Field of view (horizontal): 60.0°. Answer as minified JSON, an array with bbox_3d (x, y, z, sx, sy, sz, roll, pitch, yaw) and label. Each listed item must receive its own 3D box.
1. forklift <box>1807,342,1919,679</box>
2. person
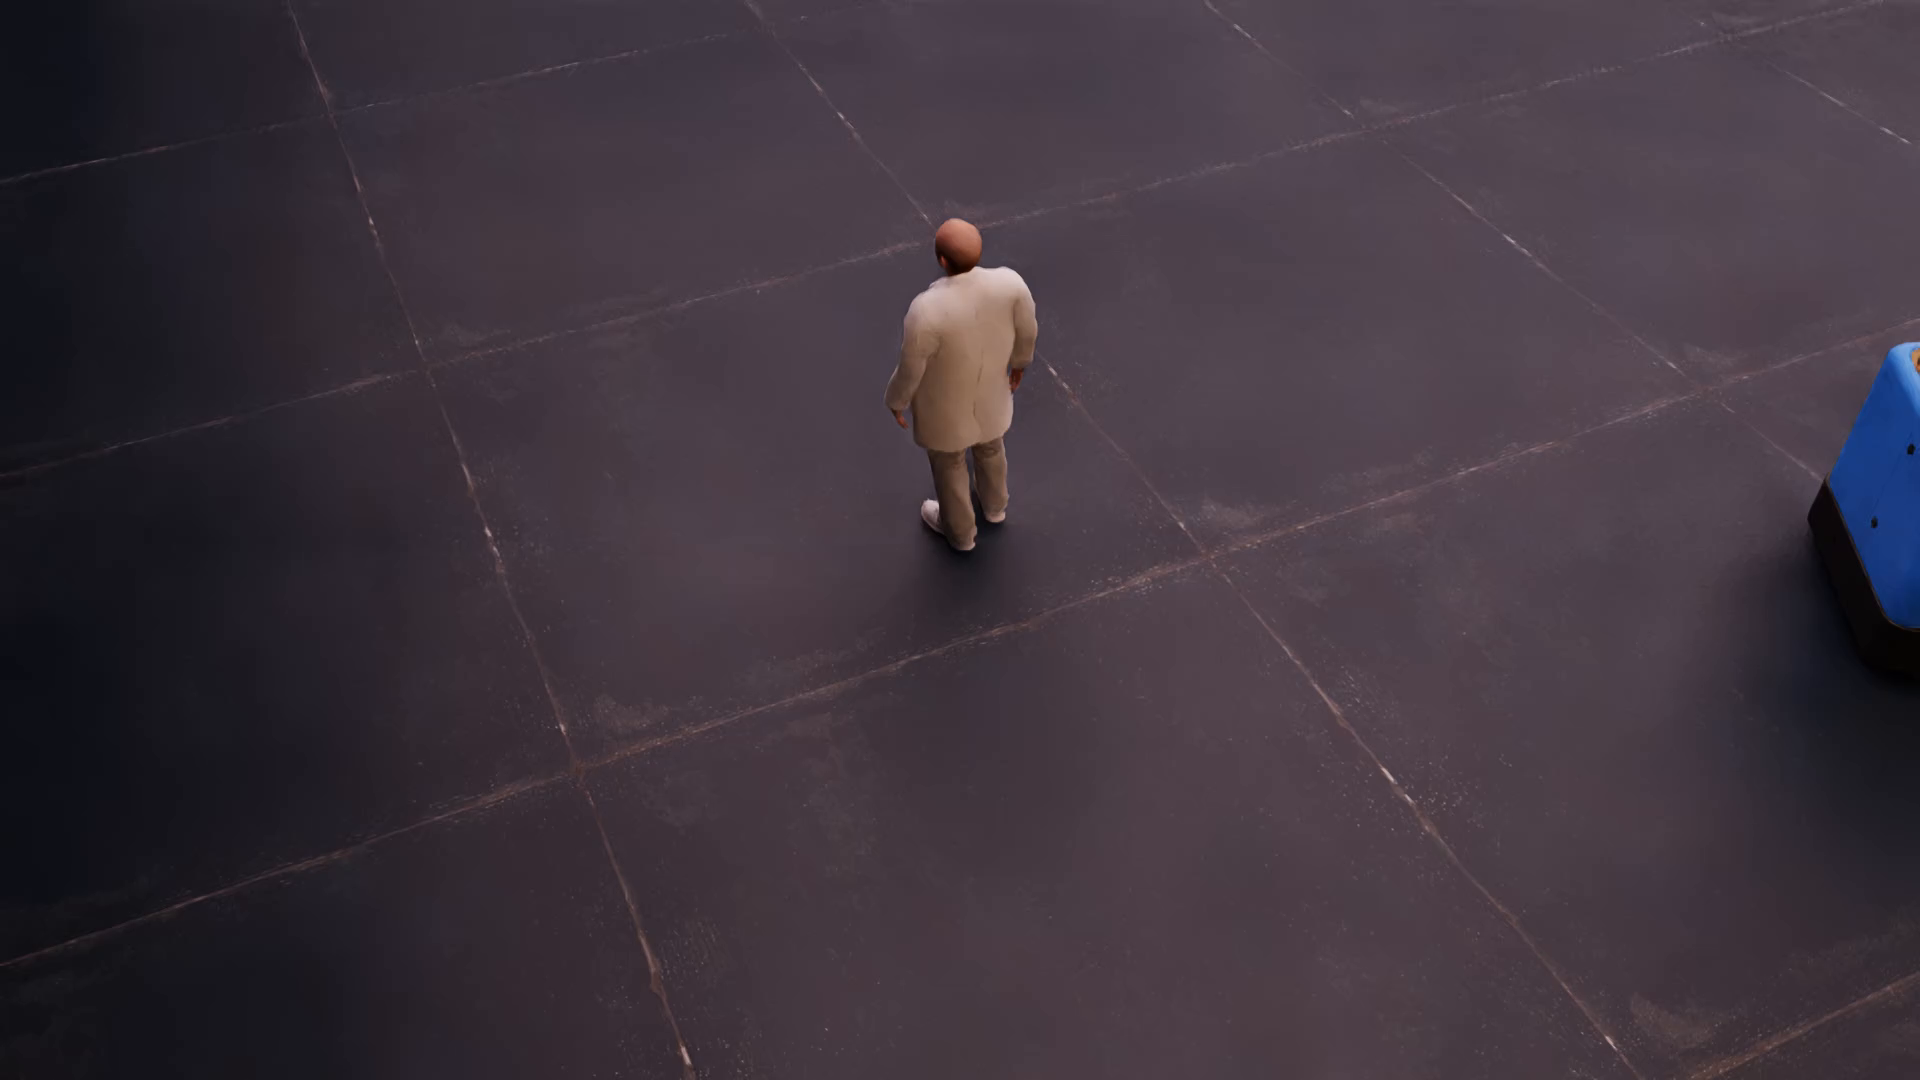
[{"bbox_3d":[5.453,-0.722,6.454,3.031,2.935,1.130,4,43,4],"label":"forklift"},{"bbox_3d":[-0.034,-0.713,7.279,0.694,1.776,0.579,-18,46,-18],"label":"person"}]
